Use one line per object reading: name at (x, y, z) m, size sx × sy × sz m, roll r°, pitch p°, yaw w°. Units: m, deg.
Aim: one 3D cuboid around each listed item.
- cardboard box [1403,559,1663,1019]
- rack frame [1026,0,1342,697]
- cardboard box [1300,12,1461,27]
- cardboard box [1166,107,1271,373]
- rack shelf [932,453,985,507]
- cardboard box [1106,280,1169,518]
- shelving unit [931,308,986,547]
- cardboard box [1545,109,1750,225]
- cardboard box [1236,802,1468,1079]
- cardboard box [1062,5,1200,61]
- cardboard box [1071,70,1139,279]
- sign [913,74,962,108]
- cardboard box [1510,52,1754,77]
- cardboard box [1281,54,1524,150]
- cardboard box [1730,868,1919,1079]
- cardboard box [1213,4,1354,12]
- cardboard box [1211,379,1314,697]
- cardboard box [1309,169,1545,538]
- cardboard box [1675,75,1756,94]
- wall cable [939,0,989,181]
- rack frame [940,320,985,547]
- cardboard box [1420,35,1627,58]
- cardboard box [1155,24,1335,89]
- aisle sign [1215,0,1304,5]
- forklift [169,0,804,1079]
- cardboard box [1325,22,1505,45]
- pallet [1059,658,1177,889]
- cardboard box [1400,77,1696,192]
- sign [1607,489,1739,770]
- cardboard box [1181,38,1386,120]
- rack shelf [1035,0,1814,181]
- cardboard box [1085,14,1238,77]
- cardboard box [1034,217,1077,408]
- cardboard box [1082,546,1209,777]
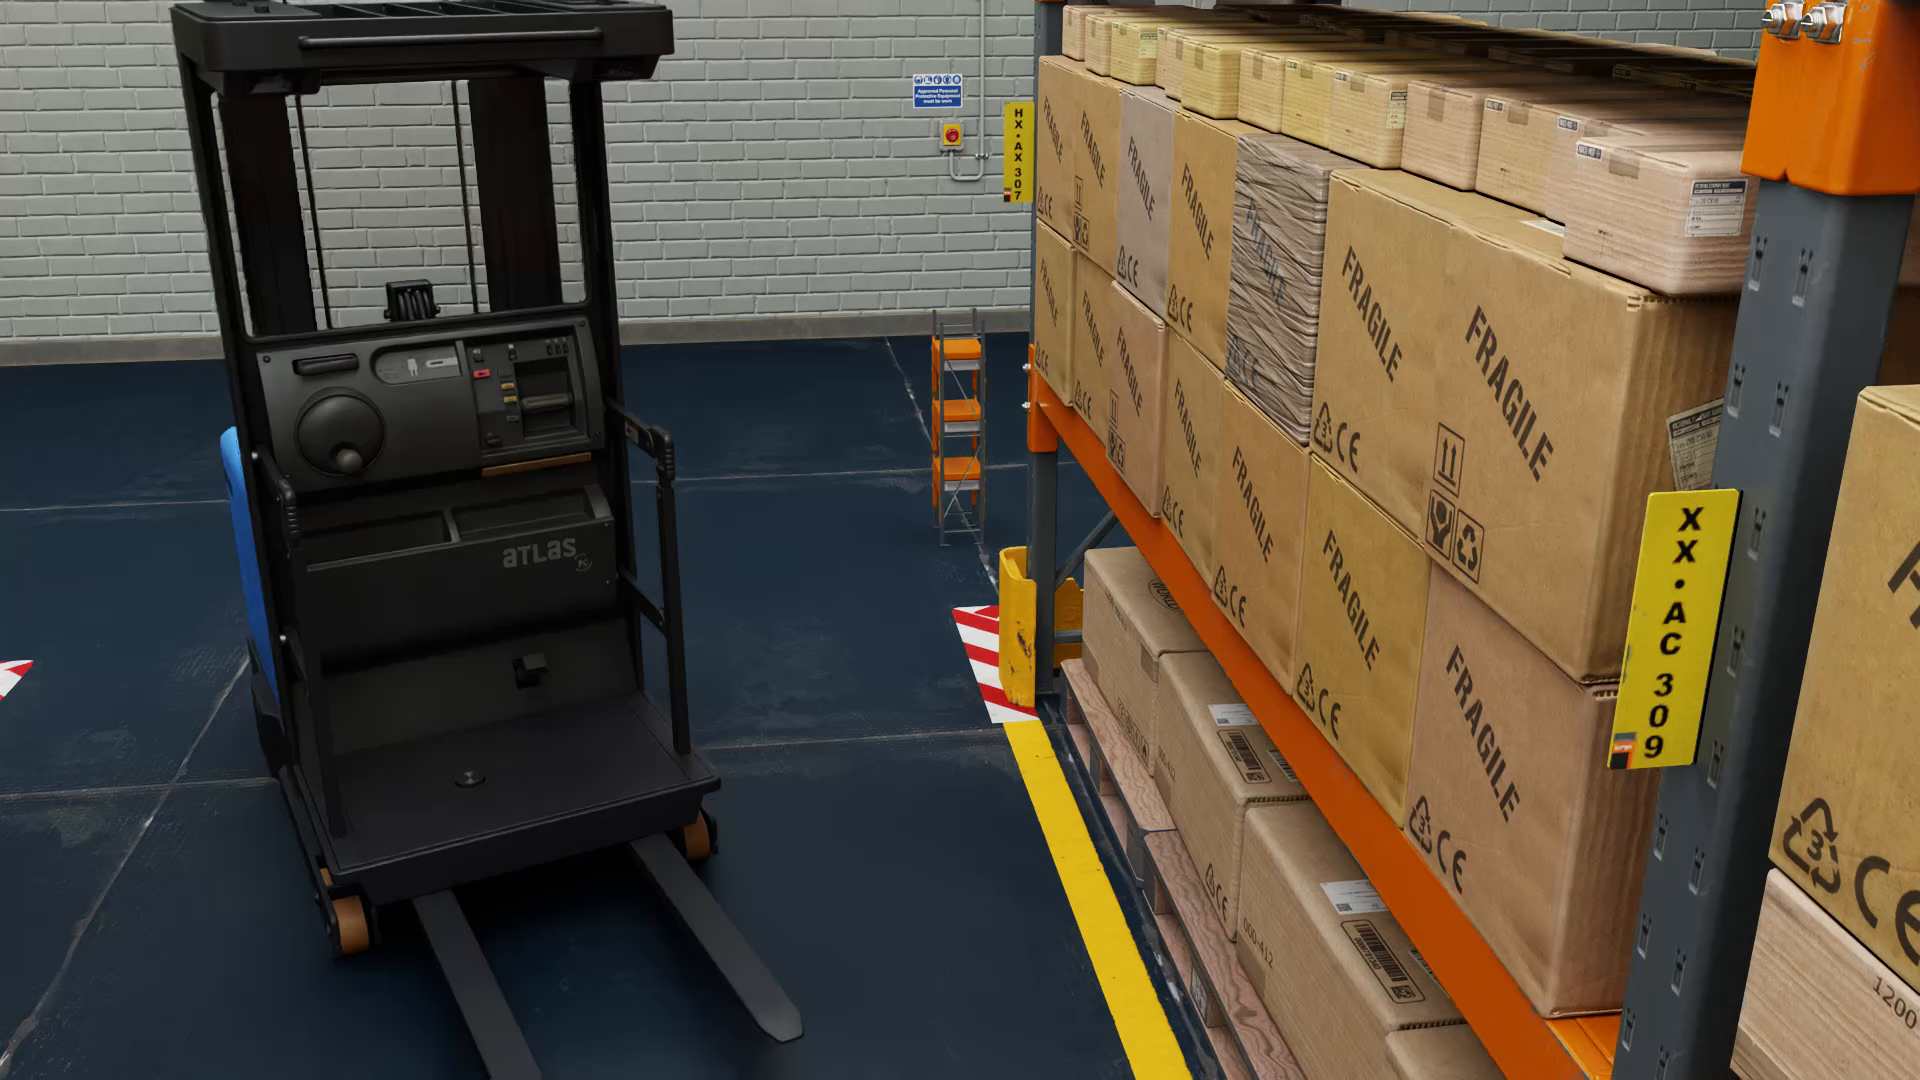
cardboard box at (1.002, 0.321, 2.427) m, size 0.500 × 0.500 × 0.500 m, roll -3°, pitch 21°, yaw -7°
rack frame at (0.745, -0.869, 5.757) m, size 1.000 × 3.000 × 0.127 m, roll -3°, pitch 21°, yaw -8°
cardboard box at (1.176, -1.403, 4.685) m, size 0.380 × 0.149 × 0.250 m, roll -3°, pitch 21°, yaw -8°
cardboard box at (0.769, -0.675, 3.665) m, size 0.500 × 0.500 × 0.500 m, roll -3°, pitch 21°, yaw -8°
rack shelf at (-0.008, -0.240, 7.683) m, size 0.215 × 0.259 × 0.240 m, roll -3°, pitch 21°, yaw -8°
cardboard box at (0.686, -0.385, 4.317) m, size 0.500 × 0.500 × 0.500 m, roll -3°, pitch 21°, yaw -8°
shelving unit at (-0.008, -0.510, 7.582) m, size 0.215 × 1.050 × 0.252 m, roll -3°, pitch 21°, yaw -8°
cardboard box at (1.032, -0.491, 2.245) m, size 0.380 × 0.149 × 0.250 m, roll -2°, pitch 21°, yaw -6°
cardboard box at (1.208, 0.986, 3.850) m, size 0.875 × 0.438 × 0.875 m, roll -4°, pitch 21°, yaw -9°
cardboard box at (0.523, -1.552, 5.085) m, size 0.380 × 0.149 × 0.250 m, roll -2°, pitch 21°, yaw -7°
cardboard box at (0.614, -1.026, 4.603) m, size 0.500 × 0.500 × 0.500 m, roll -3°, pitch 21°, yaw -9°
sign at (-0.147, -2.966, 10.984) m, size 0.327 × 0.218 × 0.001 m, roll -3°, pitch 21°, yaw -8°
cardboard box at (1.299, -0.866, 3.248) m, size 0.380 × 0.149 × 0.250 m, roll -3°, pitch 21°, yaw -8°
cardboard box at (0.841, -0.840, 3.179) m, size 0.380 × 0.149 × 0.250 m, roll -3°, pitch 21°, yaw -9°
cardboard box at (1.106, 0.518, 1.542) m, size 0.500 × 0.250 × 0.500 m, roll -4°, pitch 21°, yaw -9°
cardboard box at (0.995, -1.574, 5.145) m, size 0.380 × 0.149 × 0.250 m, roll -3°, pitch 21°, yaw -7°
cardboard box at (0.835, -0.030, 3.367) m, size 0.500 × 0.500 × 0.500 m, roll -3°, pitch 21°, yaw -9°
cardboard box at (0.915, -0.325, 2.728) m, size 0.500 × 0.500 × 0.500 m, roll -3°, pitch 21°, yaw -9°
cardboard box at (1.427, -0.689, 2.776) m, size 0.380 × 0.149 × 0.250 m, roll -3°, pitch 21°, yaw -8°
wall cable at (-0.091, -3.311, 10.798) m, size 0.585 × 1.953 × 0.123 m, roll -3°, pitch 21°, yaw -8°
rack frame at (0.010, -0.468, 7.469) m, size 0.200 × 1.050 × 0.008 m, roll -3°, pitch 21°, yaw -8°
cardboard box at (1.253, -1.044, 3.724) m, size 0.380 × 0.149 × 0.250 m, roll -2°, pitch 21°, yaw -6°
cardboard box at (0.701, -1.190, 4.117) m, size 0.380 × 0.149 × 0.250 m, roll -3°, pitch 21°, yaw -7°
aisle sign at (1.042, -2.128, 5.411) m, size 0.394 × 0.787 × 0.004 m, roll -3°, pitch 21°, yaw -8°
forklift at (-1.395, -0.398, 4.593) m, size 1.130 × 2.935 × 3.031 m, roll -11°, pitch 23°, yaw -27°
cardboard box at (1.139, -1.219, 4.194) m, size 0.380 × 0.149 × 0.250 m, roll -3°, pitch 21°, yaw -8°
pallet at (0.938, 0.710, 5.514) m, size 1.003 × 0.211 × 1.213 m, roll -3°, pitch 21°, yaw -8°
cardboard box at (0.951, -0.665, 2.709) m, size 0.380 × 0.149 × 0.250 m, roll -3°, pitch 21°, yaw -8°
sign at (0.773, 0.101, 1.807) m, size 0.100 × 0.325 × 0.005 m, roll -3°, pitch 21°, yaw -8°
cardboard box at (0.704, -1.013, 3.641) m, size 0.380 × 0.149 × 0.250 m, roll -3°, pitch 21°, yaw -9°
rack shelf at (1.034, -1.245, 3.504) m, size 1.077 × 0.370 × 4.000 m, roll -3°, pitch 21°, yaw -8°
cardboard box at (0.555, -1.369, 4.595) m, size 0.380 × 0.149 × 0.250 m, roll -2°, pitch 21°, yaw -6°
cardboard box at (0.530, -0.736, 5.256) m, size 0.500 × 0.500 × 0.500 m, roll -3°, pitch 21°, yaw -8°
cardboard box at (0.939, 0.358, 5.533) m, size 0.875 × 0.438 × 0.875 m, roll -4°, pitch 21°, yaw -10°
